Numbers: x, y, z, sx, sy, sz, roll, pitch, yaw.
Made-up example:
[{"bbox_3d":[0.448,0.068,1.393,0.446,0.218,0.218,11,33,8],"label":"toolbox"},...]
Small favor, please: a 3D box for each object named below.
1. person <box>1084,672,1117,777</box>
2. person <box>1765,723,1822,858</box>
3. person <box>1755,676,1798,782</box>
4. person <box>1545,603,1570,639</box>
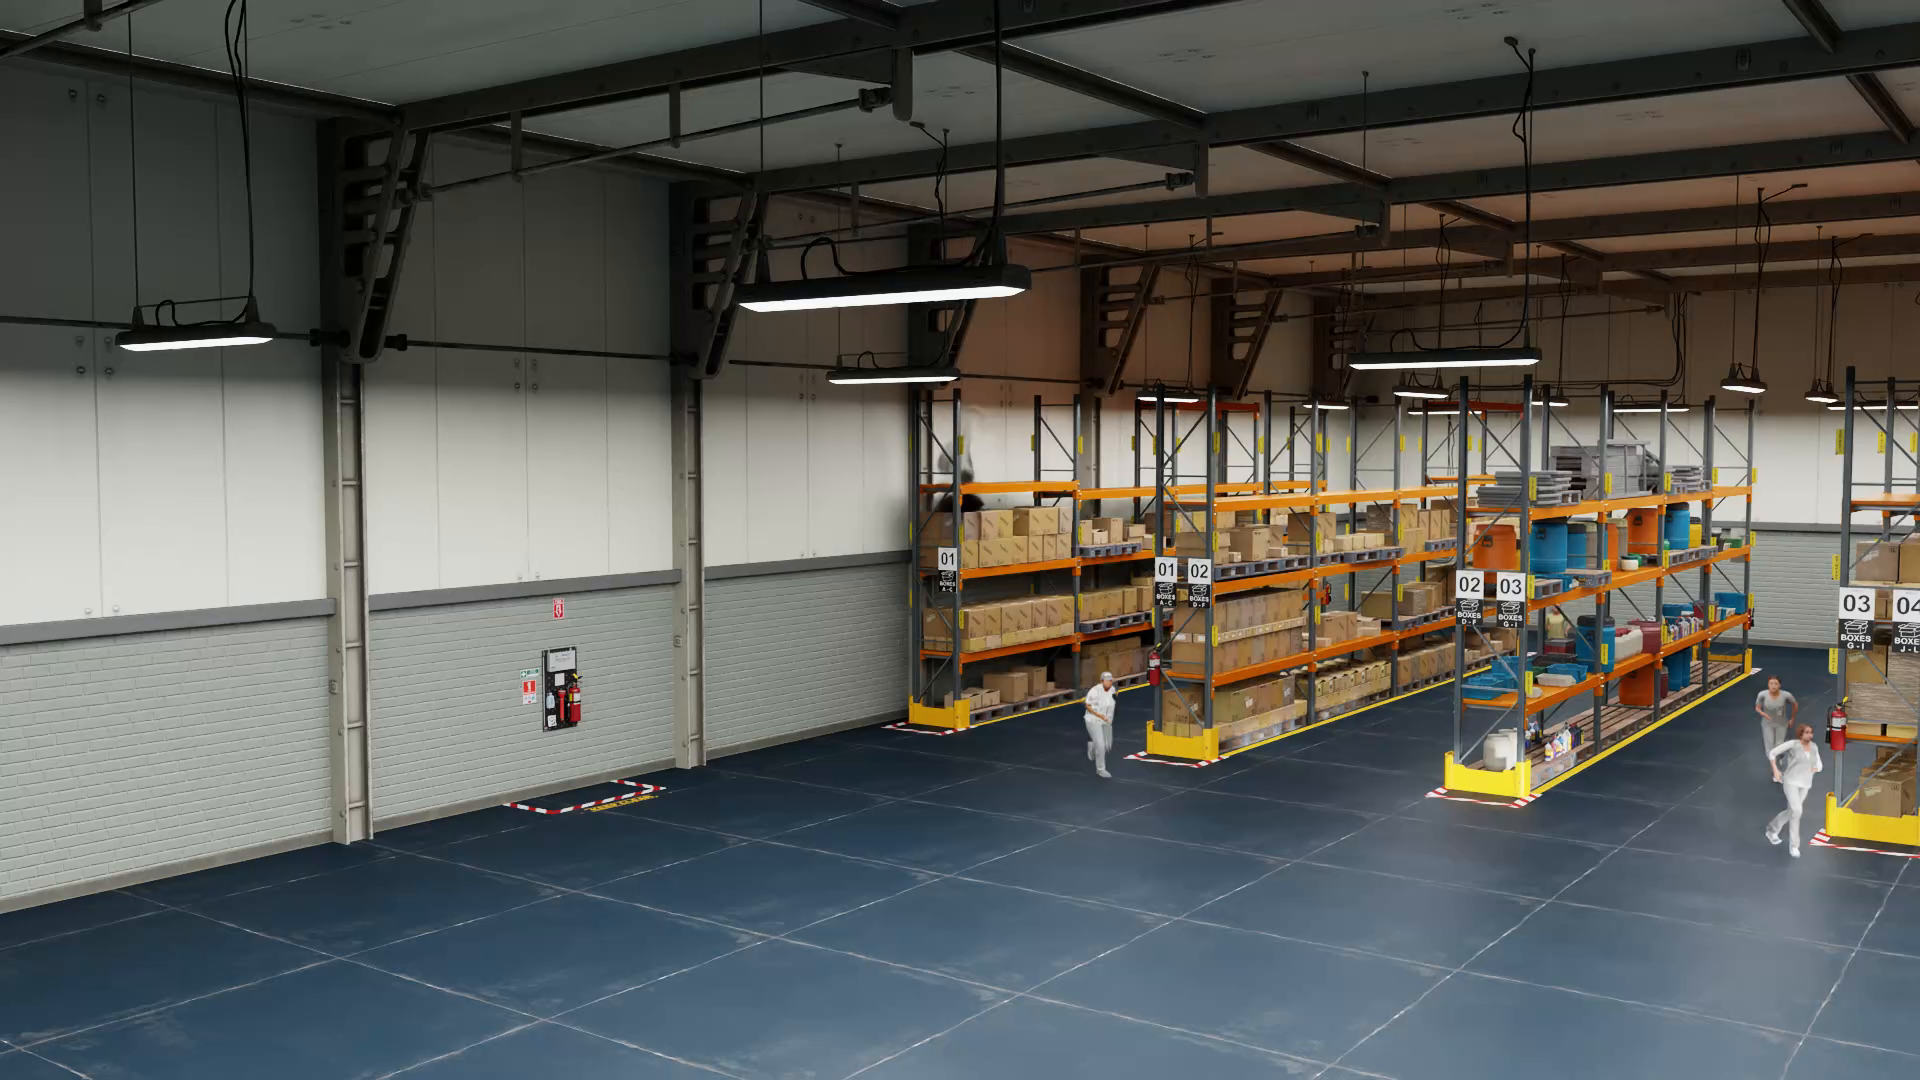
[{"bbox_3d":[2.114,2.779,25.262,0.572,1.610,0.758,-2,4,-26],"label":"person"},{"bbox_3d":[10.272,3.066,20.508,0.591,1.654,0.670,-1,3,-16],"label":"person"},{"bbox_3d":[12.150,2.808,24.774,0.552,1.614,0.681,2,4,34],"label":"person"},{"bbox_3d":[12.657,2.142,35.340,0.573,1.694,0.931,2,4,25],"label":"person"}]
